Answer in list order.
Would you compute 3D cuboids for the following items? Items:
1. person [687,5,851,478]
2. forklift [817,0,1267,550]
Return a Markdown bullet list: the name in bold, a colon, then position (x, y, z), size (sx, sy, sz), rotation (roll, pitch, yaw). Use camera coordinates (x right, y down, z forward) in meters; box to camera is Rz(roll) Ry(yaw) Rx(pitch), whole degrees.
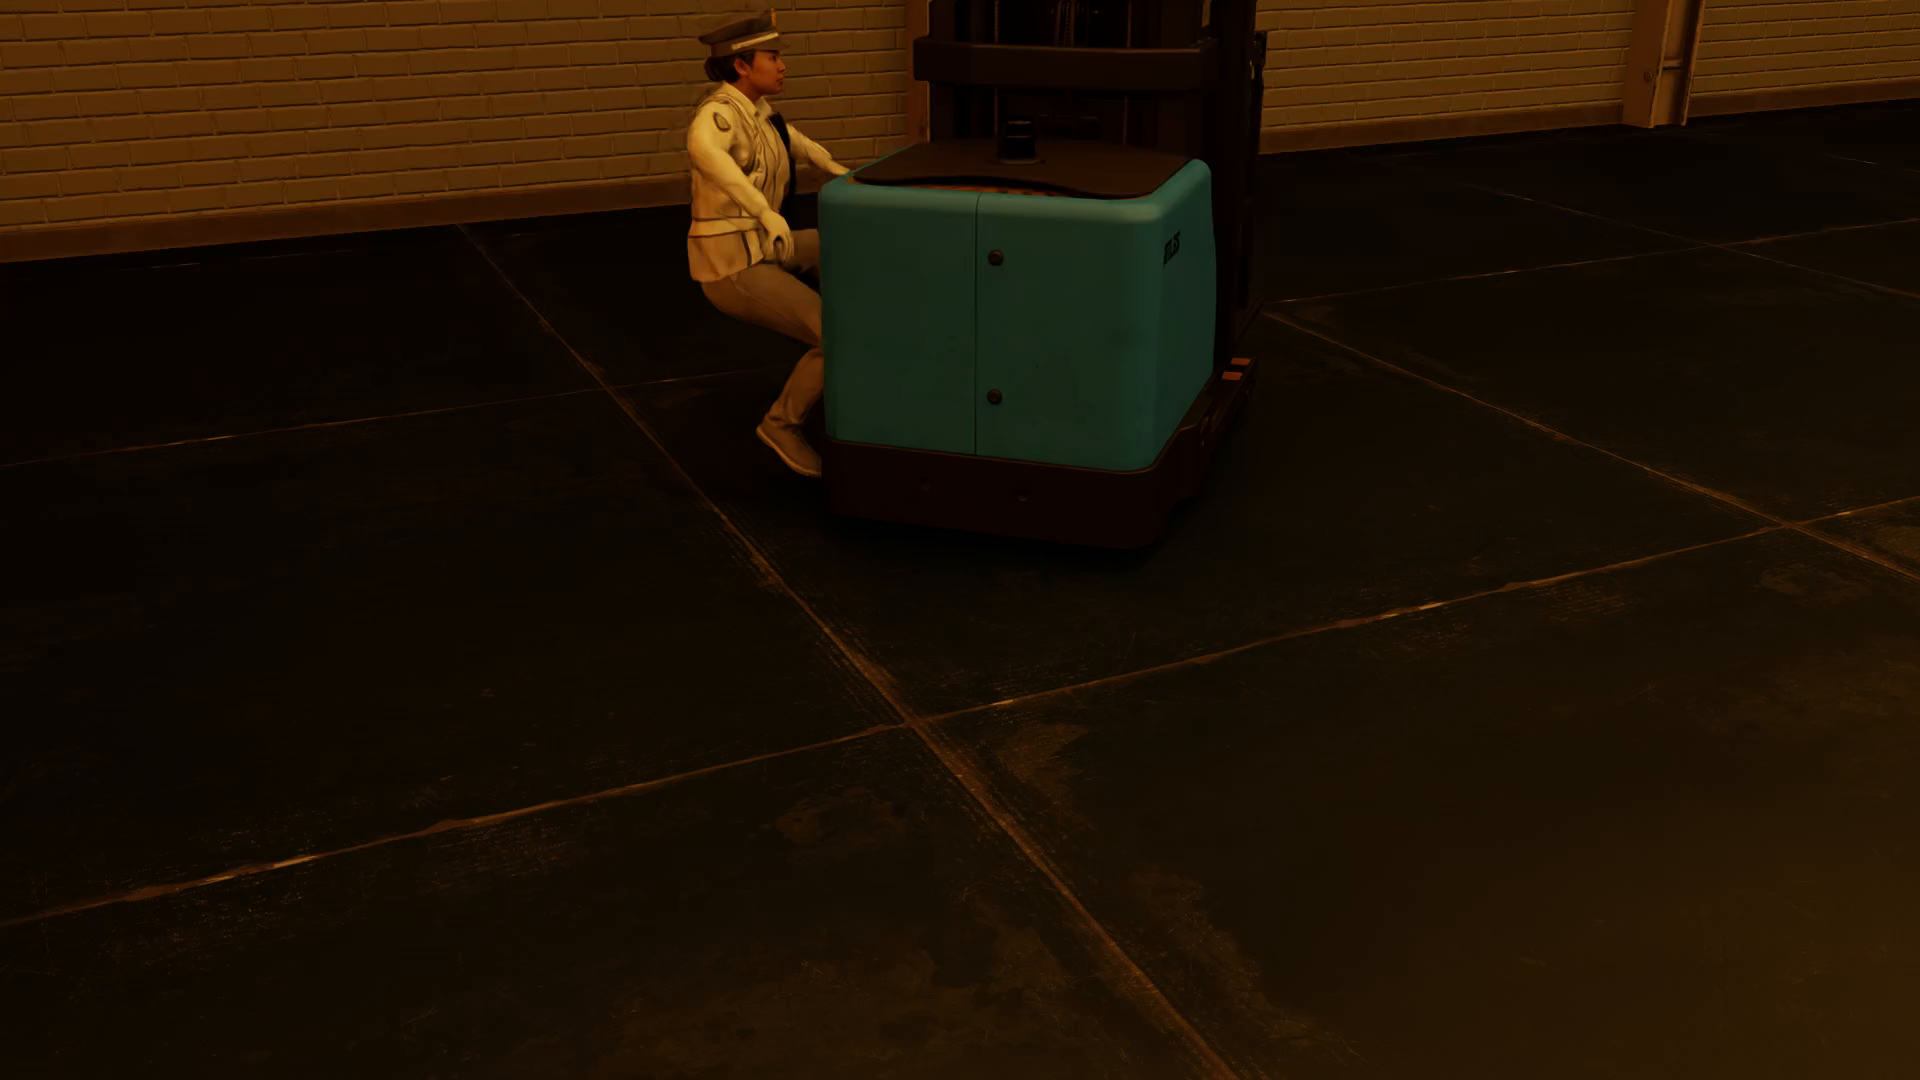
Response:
- **person**: position (-0.455, -0.934, 5.266), size (0.767, 1.454, 0.991), rotation (4, 23, 10)
- **forklift**: position (0.516, -1.861, 5.767), size (1.130, 2.935, 3.031), rotation (7, 24, 17)
